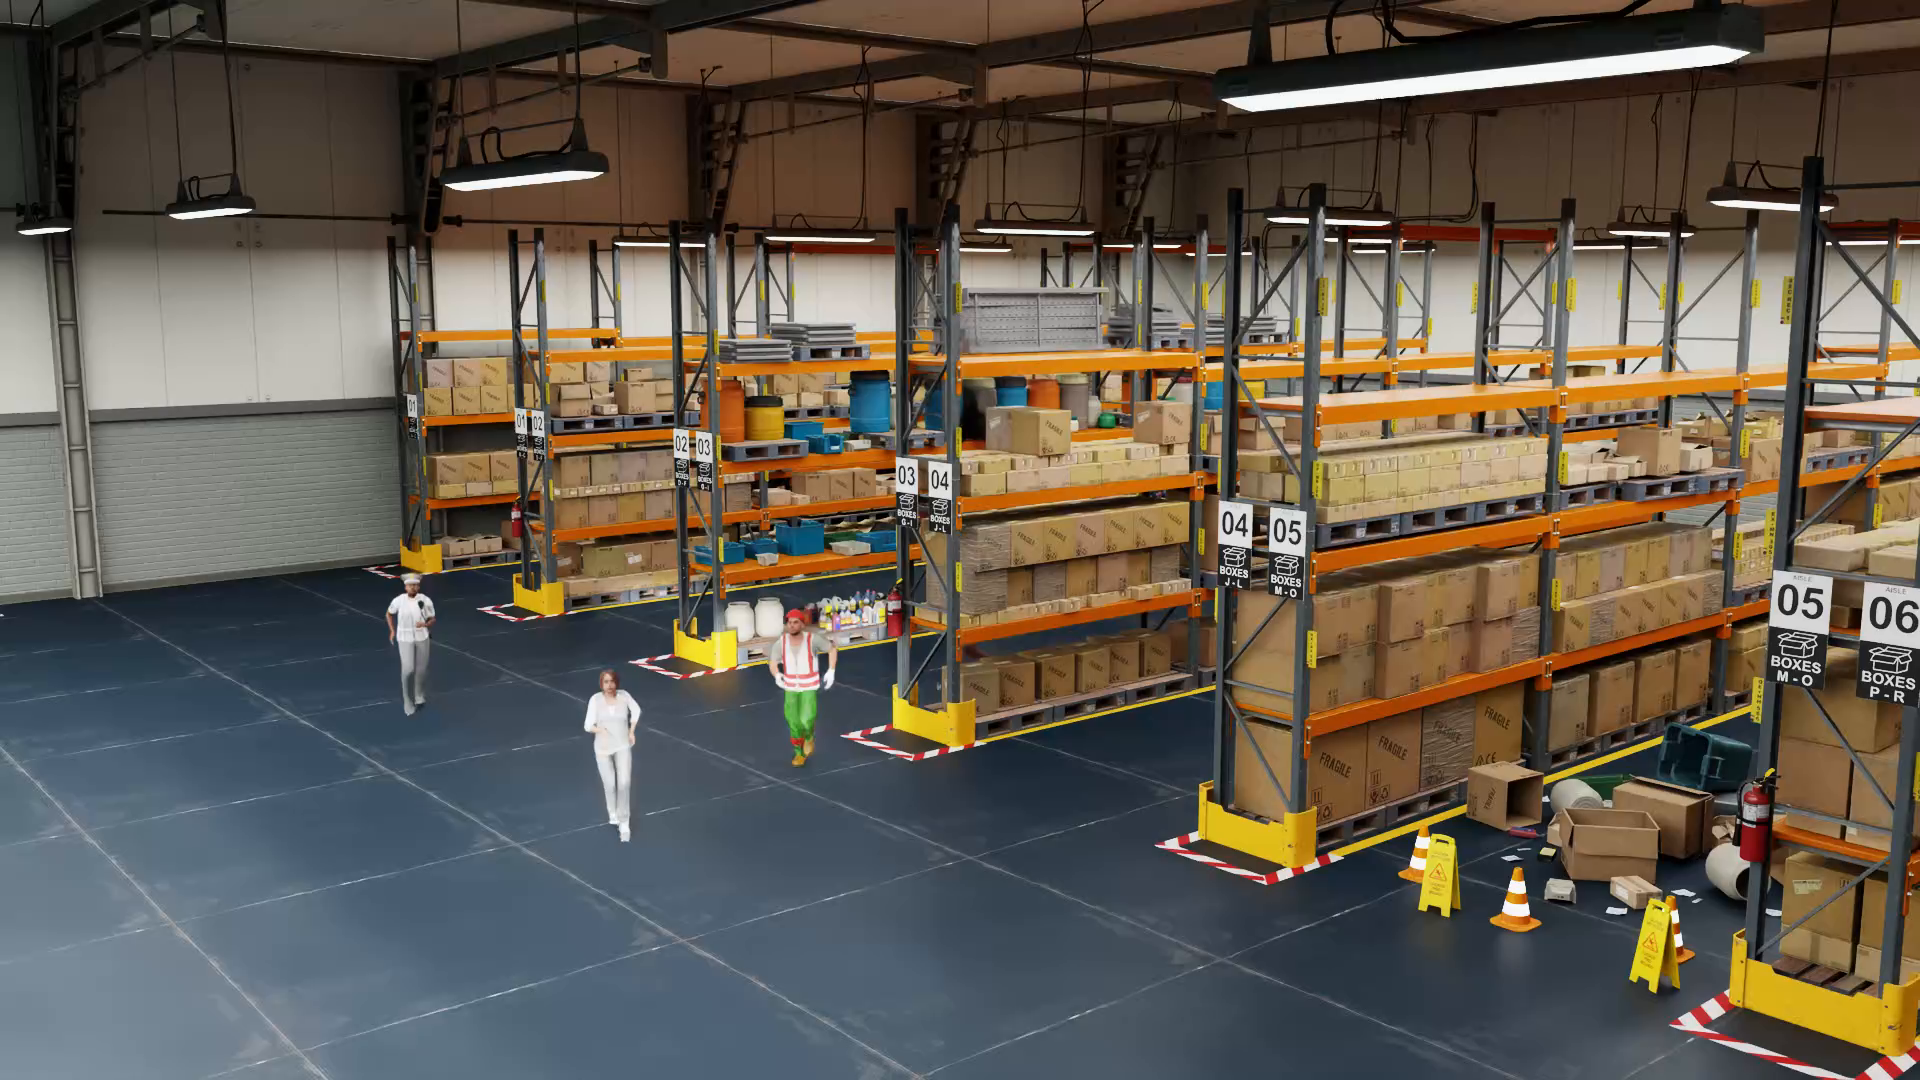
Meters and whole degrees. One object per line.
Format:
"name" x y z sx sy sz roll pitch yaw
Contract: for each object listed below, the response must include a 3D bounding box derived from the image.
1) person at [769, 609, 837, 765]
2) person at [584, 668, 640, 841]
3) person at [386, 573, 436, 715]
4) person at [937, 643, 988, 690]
"person" -1.694 1.593 17.720 0.692 1.735 0.711 1 9 9
"person" -3.255 2.014 15.609 0.513 1.609 0.702 -2 9 -10
"person" -6.631 1.251 20.166 0.542 1.734 0.716 -4 10 -24
"person" 0.043 1.049 21.500 0.956 1.665 0.576 -7 11 -40
